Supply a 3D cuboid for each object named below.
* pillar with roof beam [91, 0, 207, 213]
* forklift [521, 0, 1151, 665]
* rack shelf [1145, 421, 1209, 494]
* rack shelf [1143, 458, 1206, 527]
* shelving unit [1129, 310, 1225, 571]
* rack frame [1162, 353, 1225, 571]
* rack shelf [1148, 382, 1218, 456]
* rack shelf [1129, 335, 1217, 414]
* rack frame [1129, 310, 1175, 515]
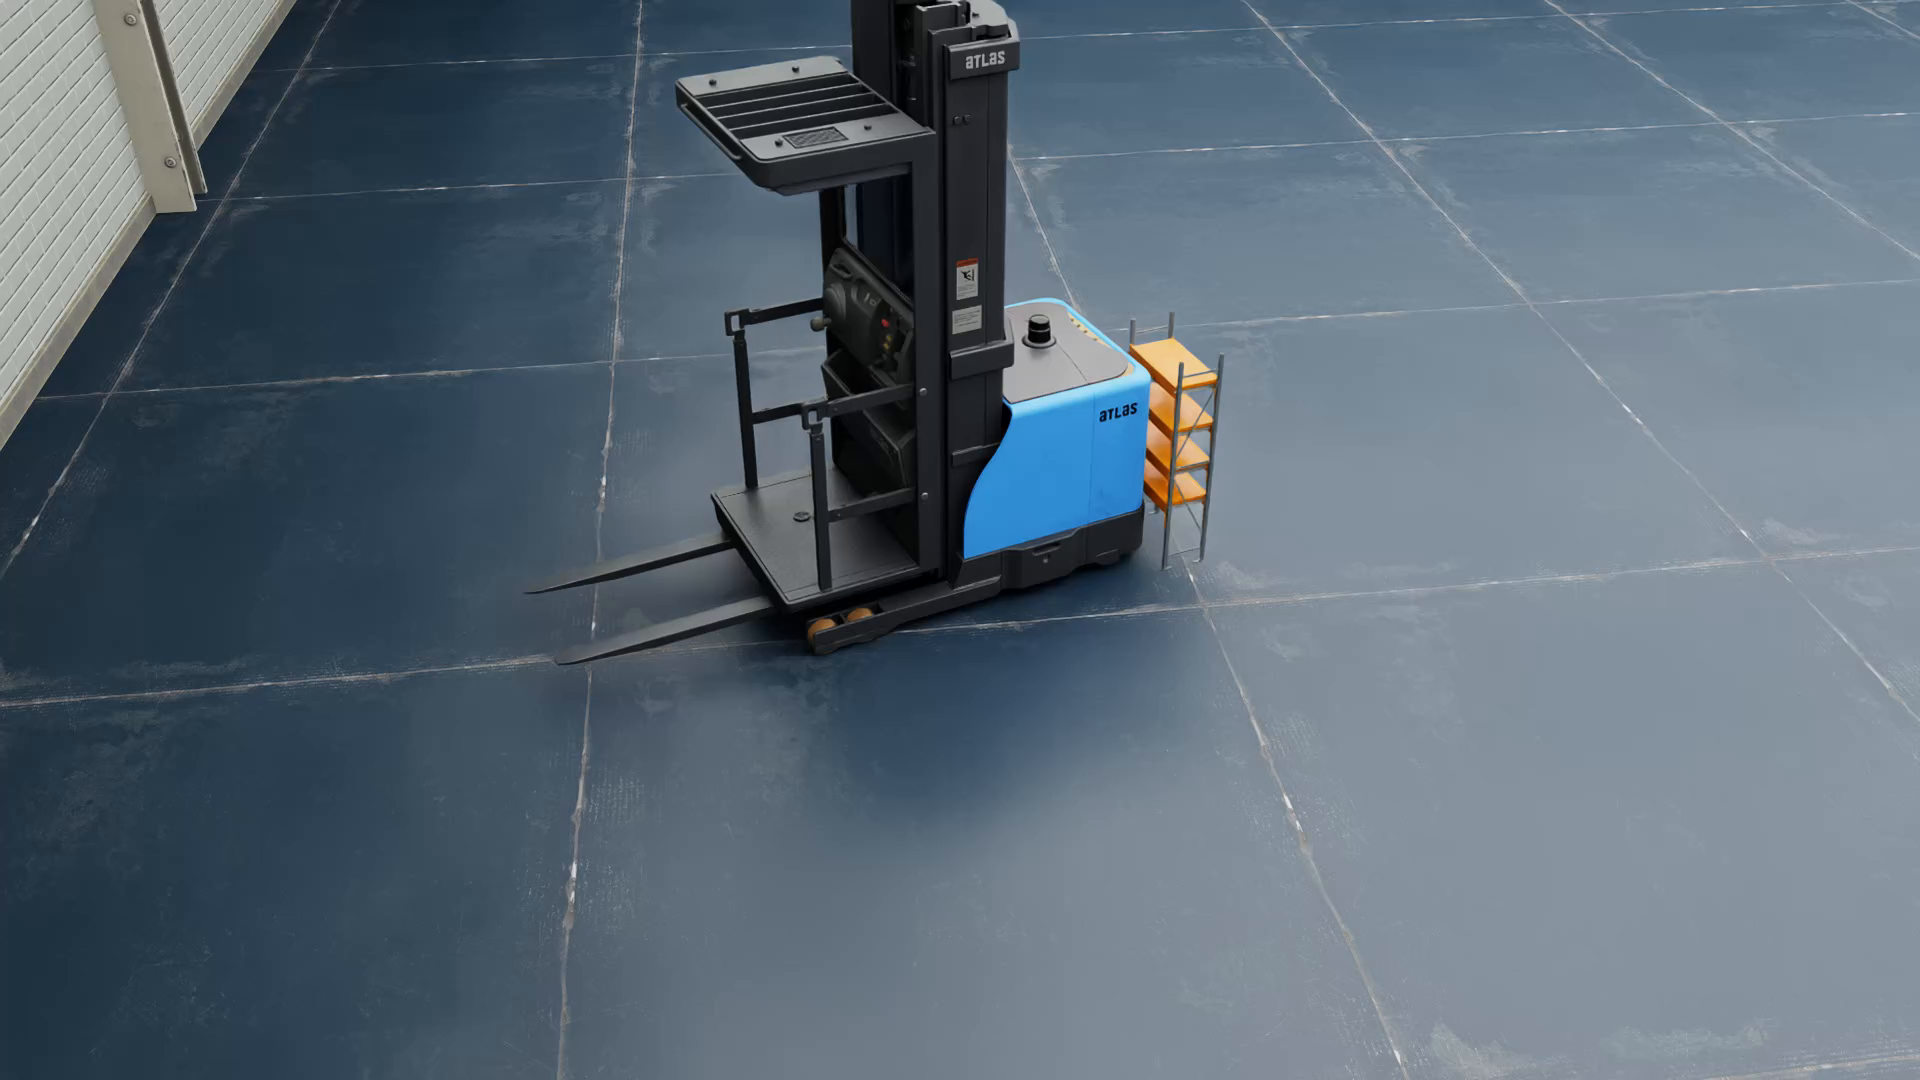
[{"bbox_3d":[-1.585,-6.583,10.419,9.100,9.000,0.400,-4,35,-6],"label":"pillar with roof beam"},{"bbox_3d":[-0.612,-1.008,7.626,3.031,2.935,1.130,-15,37,-21],"label":"forklift"},{"bbox_3d":[1.052,-0.438,8.447,0.258,0.148,0.480,-13,36,-19],"label":"rack shelf"},{"bbox_3d":[1.052,-0.274,8.559,0.258,0.148,0.480,-13,36,-19],"label":"rack shelf"},{"bbox_3d":[1.053,-0.494,8.409,0.258,1.200,0.503,-13,36,-19],"label":"shelving unit"},{"bbox_3d":[1.147,-0.367,8.223,0.240,1.200,0.015,-13,36,-19],"label":"rack frame"},{"bbox_3d":[1.053,-0.623,8.321,0.258,0.148,0.480,-13,36,-19],"label":"rack shelf"},{"bbox_3d":[1.053,-0.819,8.188,0.258,0.148,0.480,-13,36,-19],"label":"rack shelf"},{"bbox_3d":[0.958,-0.621,8.595,0.240,1.200,0.015,-13,36,-19],"label":"rack frame"}]
